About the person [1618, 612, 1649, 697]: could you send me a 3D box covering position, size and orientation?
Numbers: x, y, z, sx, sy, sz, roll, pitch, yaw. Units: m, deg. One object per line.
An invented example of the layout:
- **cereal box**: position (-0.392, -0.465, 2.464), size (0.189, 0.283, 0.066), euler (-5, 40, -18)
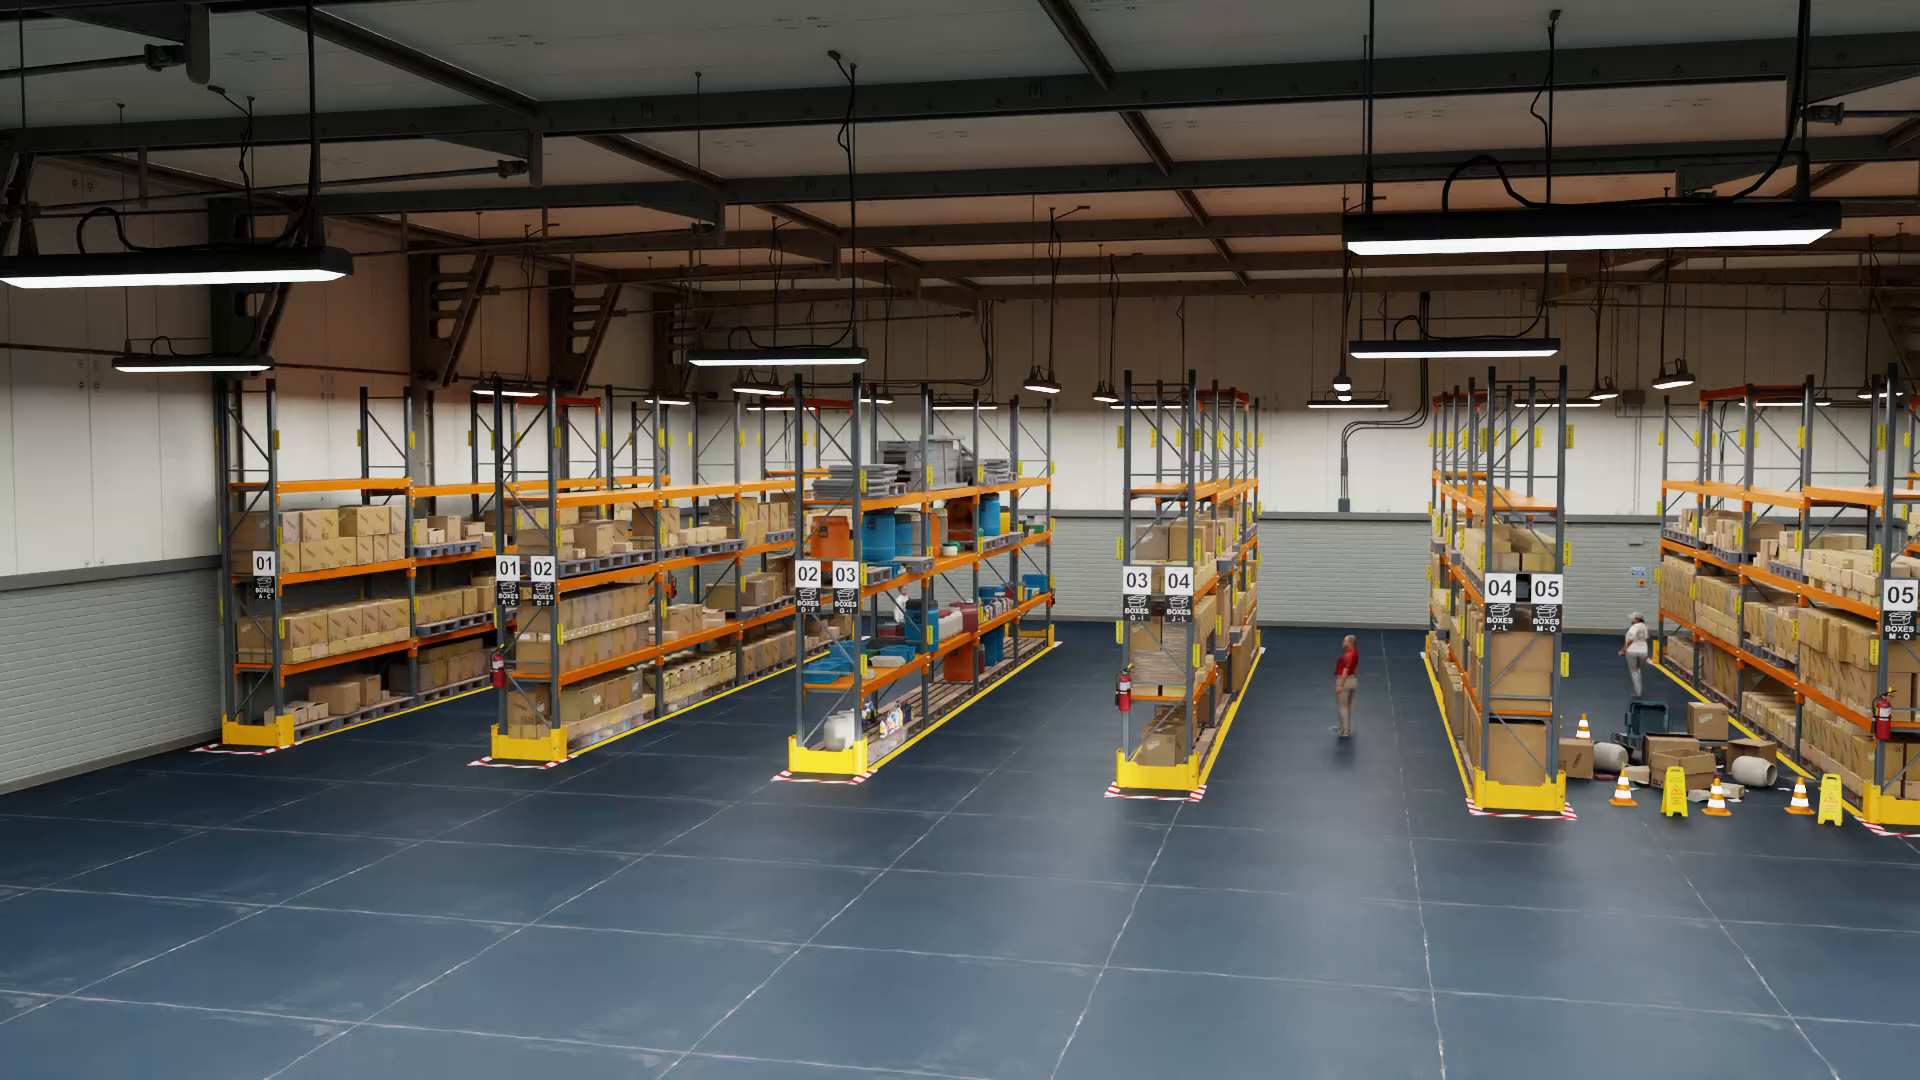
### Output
- **person**: position (13.133, 2.232, 32.369), size (0.567, 1.689, 0.739), euler (0, 3, -5)

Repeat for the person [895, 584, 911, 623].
- **person**: position (-1.242, 1.867, 38.406), size (0.484, 1.706, 0.518), euler (2, 4, 31)

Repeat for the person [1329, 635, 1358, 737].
- **person**: position (6.471, 2.458, 28.276), size (0.542, 1.720, 0.616), euler (-3, 5, -43)
